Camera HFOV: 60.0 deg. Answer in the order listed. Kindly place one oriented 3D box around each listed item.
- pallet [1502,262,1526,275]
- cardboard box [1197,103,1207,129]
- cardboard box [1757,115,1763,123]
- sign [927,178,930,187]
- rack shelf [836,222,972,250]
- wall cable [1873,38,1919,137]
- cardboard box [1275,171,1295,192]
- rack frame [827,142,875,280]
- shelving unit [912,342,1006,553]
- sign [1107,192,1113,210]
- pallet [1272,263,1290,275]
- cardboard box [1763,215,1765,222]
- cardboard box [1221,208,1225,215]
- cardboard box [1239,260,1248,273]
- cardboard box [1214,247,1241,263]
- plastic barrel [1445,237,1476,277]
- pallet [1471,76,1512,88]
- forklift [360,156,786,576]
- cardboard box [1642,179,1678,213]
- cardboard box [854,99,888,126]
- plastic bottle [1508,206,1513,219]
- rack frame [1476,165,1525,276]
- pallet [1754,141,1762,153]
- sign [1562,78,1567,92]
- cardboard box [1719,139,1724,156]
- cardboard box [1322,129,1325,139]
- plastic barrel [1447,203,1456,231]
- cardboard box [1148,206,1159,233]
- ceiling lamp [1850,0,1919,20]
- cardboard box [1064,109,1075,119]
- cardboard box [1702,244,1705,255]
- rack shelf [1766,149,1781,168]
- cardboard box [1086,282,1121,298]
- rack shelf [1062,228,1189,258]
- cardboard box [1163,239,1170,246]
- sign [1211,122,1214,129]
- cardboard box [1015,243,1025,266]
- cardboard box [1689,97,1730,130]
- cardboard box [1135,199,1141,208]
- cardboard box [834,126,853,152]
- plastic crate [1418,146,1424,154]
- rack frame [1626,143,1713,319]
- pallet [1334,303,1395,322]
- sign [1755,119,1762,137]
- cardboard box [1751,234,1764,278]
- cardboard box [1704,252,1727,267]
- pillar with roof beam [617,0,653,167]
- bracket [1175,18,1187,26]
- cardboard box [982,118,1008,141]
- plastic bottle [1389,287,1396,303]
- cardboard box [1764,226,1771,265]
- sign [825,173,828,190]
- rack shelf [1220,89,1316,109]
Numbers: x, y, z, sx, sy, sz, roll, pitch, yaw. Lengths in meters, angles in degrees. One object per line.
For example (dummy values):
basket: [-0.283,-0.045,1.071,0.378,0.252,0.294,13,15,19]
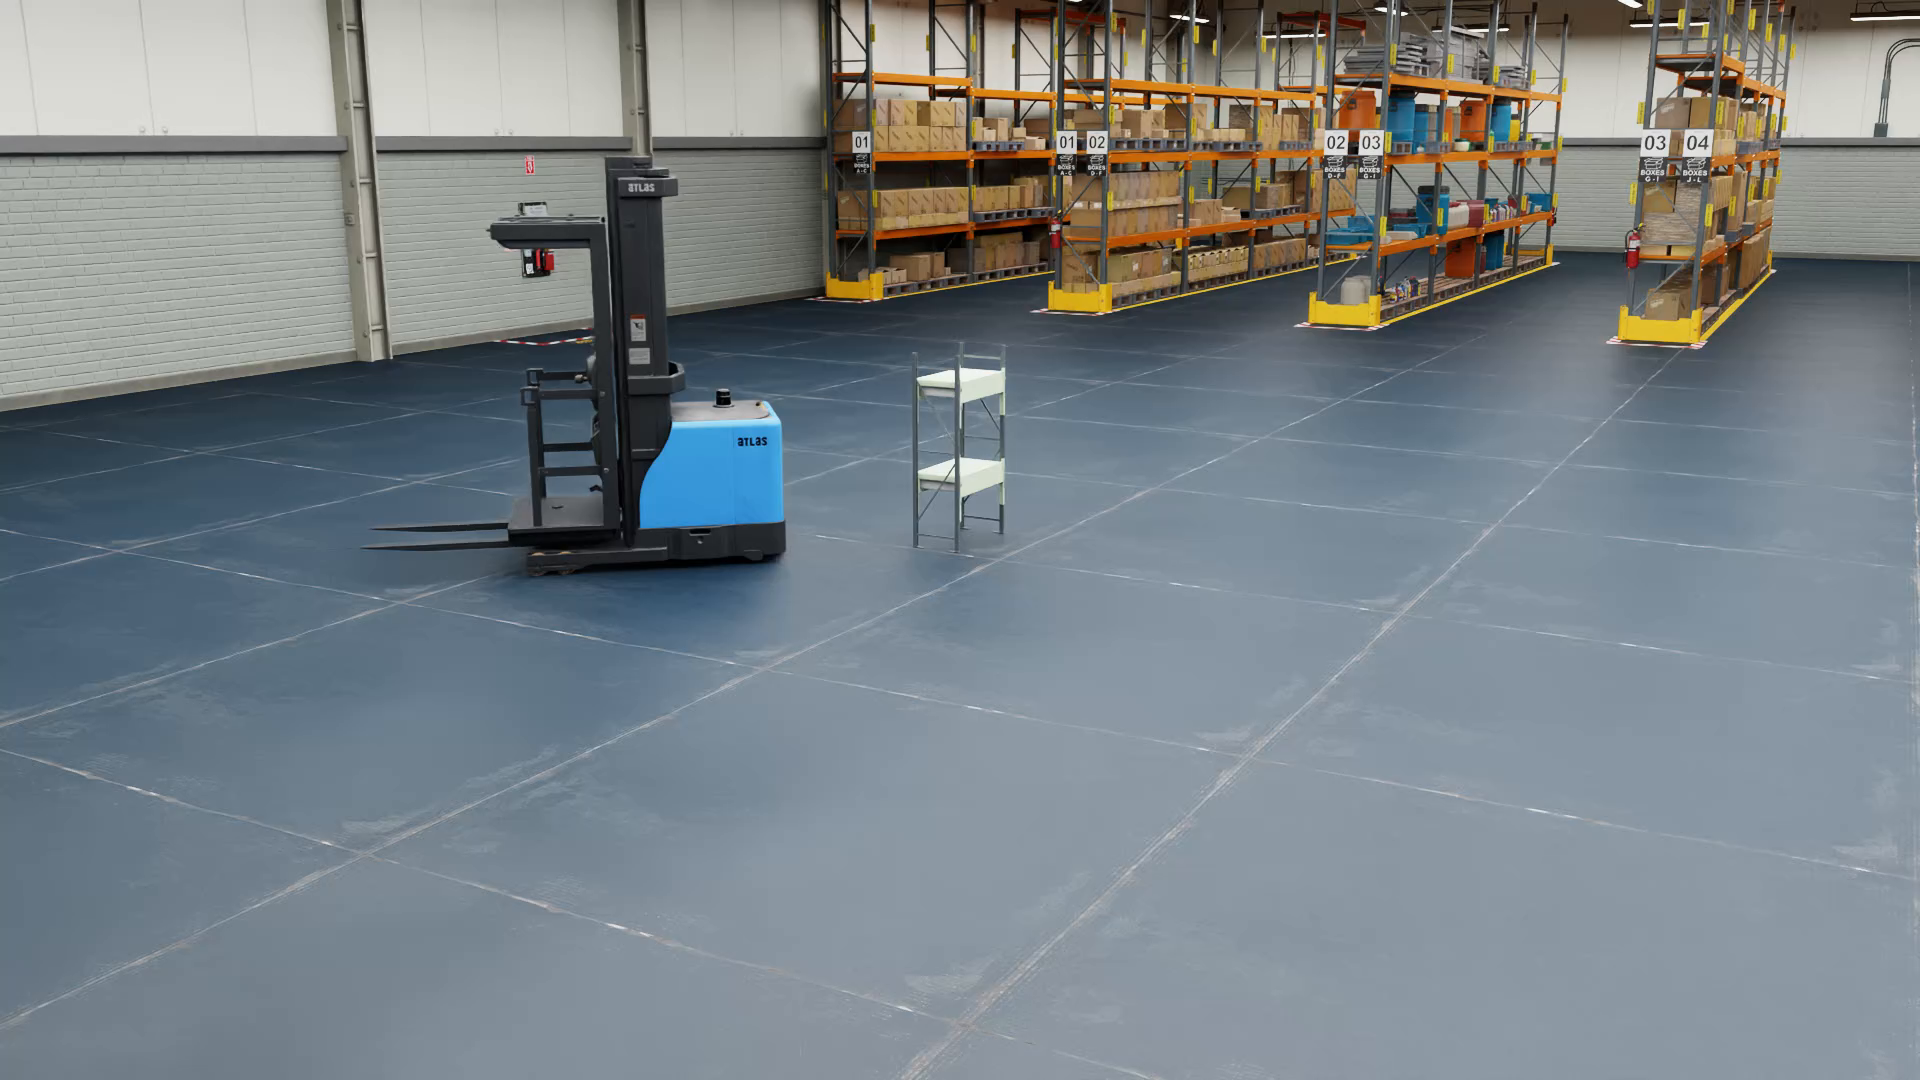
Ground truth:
pallet: [12.669,-6.392,39.095,1.003,0.211,1.213,7,15,28]
cardboard box: [4.734,-8.708,34.178,0.500,0.500,0.500,9,16,33]
cardboard box: [17.009,-8.958,36.067,0.700,0.500,0.500,6,15,25]
sign: [-0.680,-7.698,36.094,0.100,0.325,0.005,7,15,28]
rack shelf: [-1.159,-6.313,34.355,1.077,0.370,4.000,7,15,28]
wall cable: [24.368,-13.101,41.313,2.277,5.999,0.120,7,15,28]
cardboard box: [8.031,-8.822,40.879,0.500,0.500,0.500,7,15,28]
rack frame: [-2.126,-6.252,32.568,1.000,3.000,0.127,7,15,28]
shelving unit: [-0.003,-0.728,12.852,0.431,1.500,0.755,7,15,28]
sign: [2.695,-6.087,29.867,0.100,0.325,0.005,7,15,28]
pallet: [7.065,-6.376,39.030,1.003,0.211,1.213,7,15,28]
cardboard box: [17.371,-7.040,36.370,0.380,0.149,0.250,8,16,30]
cardboard box: [5.478,-7.128,36.392,0.500,0.311,0.500,7,15,27]
cardboard box: [6.039,-6.065,36.762,0.500,0.250,0.500,8,16,29]
cardboard box: [5.797,-6.231,36.252,0.500,0.311,0.500,7,15,27]
plastic barrel: [10.636,-6.023,35.350,0.600,0.830,0.708,7,15,28]
pallet: [10.790,-9.546,34.686,1.213,0.211,1.003,7,15,28]
forklift: [-2.866,-1.302,12.181,3.031,2.935,1.130,-3,14,-12]
cardboard box: [10.932,-5.389,26.005,0.500,0.500,0.500,7,15,28]
cardboard box: [-1.727,-8.307,32.299,0.500,0.500,0.500,6,15,24]
plastic bottle: [12.440,-7.414,37.652,0.152,0.276,0.135,7,15,28]
rack frame: [12.348,-7.592,38.125,1.000,3.000,0.127,7,15,28]
pallet: [15.015,-7.715,32.636,1.213,0.211,1.003,8,16,31]
sign: [14.771,-11.113,40.619,0.100,0.325,0.005,7,15,28]
cardboard box: [11.829,-6.231,26.401,0.500,0.250,0.500,7,15,28]
cardboard box: [8.706,-9.957,40.786,0.500,0.250,0.500,7,15,28]
plastic barrel: [9.490,-6.339,32.636,0.433,0.535,0.433,0,14,0]
cardboard box: [3.442,-6.258,32.378,0.700,0.500,0.500,8,16,29]
ceiling lamp: [22.134,-13.869,38.906,2.000,3.185,0.800,7,15,28]
cardboard box: [2.881,-10.519,41.114,0.500,0.250,0.500,7,15,26]
cardboard box: [11.501,-4.577,26.154,0.380,0.149,0.250,7,15,28]
rack shelf: [17.650,-8.550,37.232,1.077,0.370,4.000,7,15,28]
cardboard box: [2.666,-4.644,30.868,0.500,0.250,0.500,7,15,28]
rack shelf: [3.179,-5.753,32.030,1.077,0.370,4.000,7,15,28]
cardboard box: [5.358,-8.369,45.785,0.700,0.500,0.500,7,15,28]
sign: [5.606,-9.105,36.896,0.100,0.325,0.005,7,15,28]
cardboard box: [1.088,-6.646,38.597,0.700,0.500,0.500,7,15,28]
cardboard box: [11.837,-6.737,26.265,0.500,0.500,0.500,7,15,28]
cardboard box: [3.211,-6.377,31.485,0.380,0.149,0.250,7,15,27]
cardboard box: [-2.146,-7.883,32.677,0.500,0.500,0.500,9,16,32]
plastic crate: [8.058,-6.906,29.440,0.243,0.136,0.396,7,15,28]
rack frame: [10.882,-4.569,25.585,1.000,3.000,0.127,7,15,28]
pallet: [6.940,-3.961,29.015,1.003,0.211,1.213,7,15,28]
sign: [15.224,-7.858,31.724,0.100,0.325,0.005,7,15,28]
cardboard box: [16.392,-6.069,35.443,1.225,0.875,0.875,7,15,28]
cardboard box: [14.205,-5.323,31.506,0.500,0.250,0.500,9,16,34]
pillar with roof beam: [-1.677,-7.692,25.738,9.100,9.000,0.400,7,15,28]
bracket: [6.267,-14.728,47.244,0.235,0.232,0.430,7,15,28]
cardboard box: [0.738,-9.140,37.037,0.500,0.500,0.500,7,15,26]
plastic bottle: [7.696,-4.354,29.577,0.097,0.271,0.097,0,14,0]
cardboard box: [18.378,-6.882,38.818,0.875,0.875,0.875,7,15,28]
sign: [-2.602,-7.036,32.674,0.100,0.325,0.005,7,15,28]
rack shelf: [7.047,-10.116,38.182,1.077,0.370,4.000,7,15,28]
